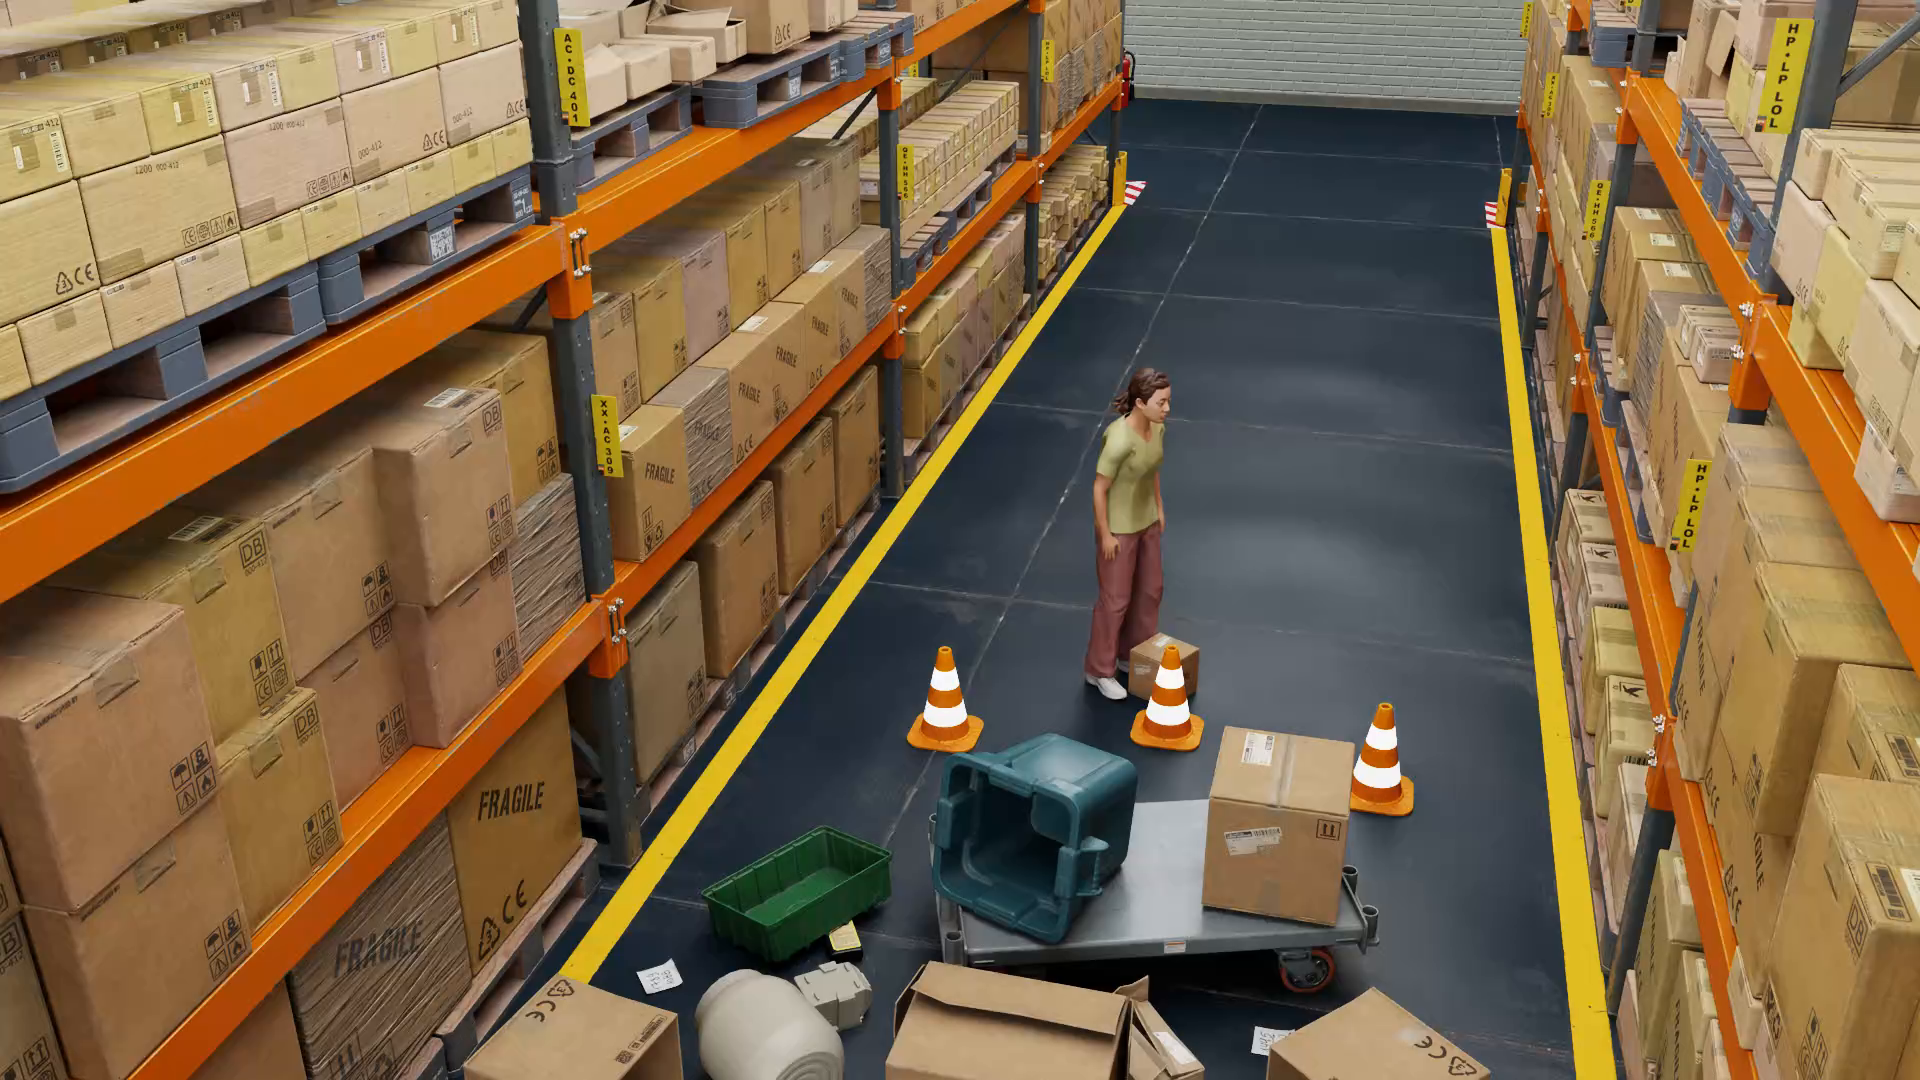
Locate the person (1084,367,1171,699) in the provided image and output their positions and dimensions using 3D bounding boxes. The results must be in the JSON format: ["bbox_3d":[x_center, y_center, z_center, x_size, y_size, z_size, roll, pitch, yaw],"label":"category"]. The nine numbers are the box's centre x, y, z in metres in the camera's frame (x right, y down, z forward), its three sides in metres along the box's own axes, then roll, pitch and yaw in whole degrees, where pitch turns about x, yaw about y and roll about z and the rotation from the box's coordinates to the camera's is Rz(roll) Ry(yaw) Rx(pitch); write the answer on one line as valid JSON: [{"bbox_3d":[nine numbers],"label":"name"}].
[{"bbox_3d":[0.872,0.054,8.270,0.407,1.438,0.517,21,32,37],"label":"person"}]
